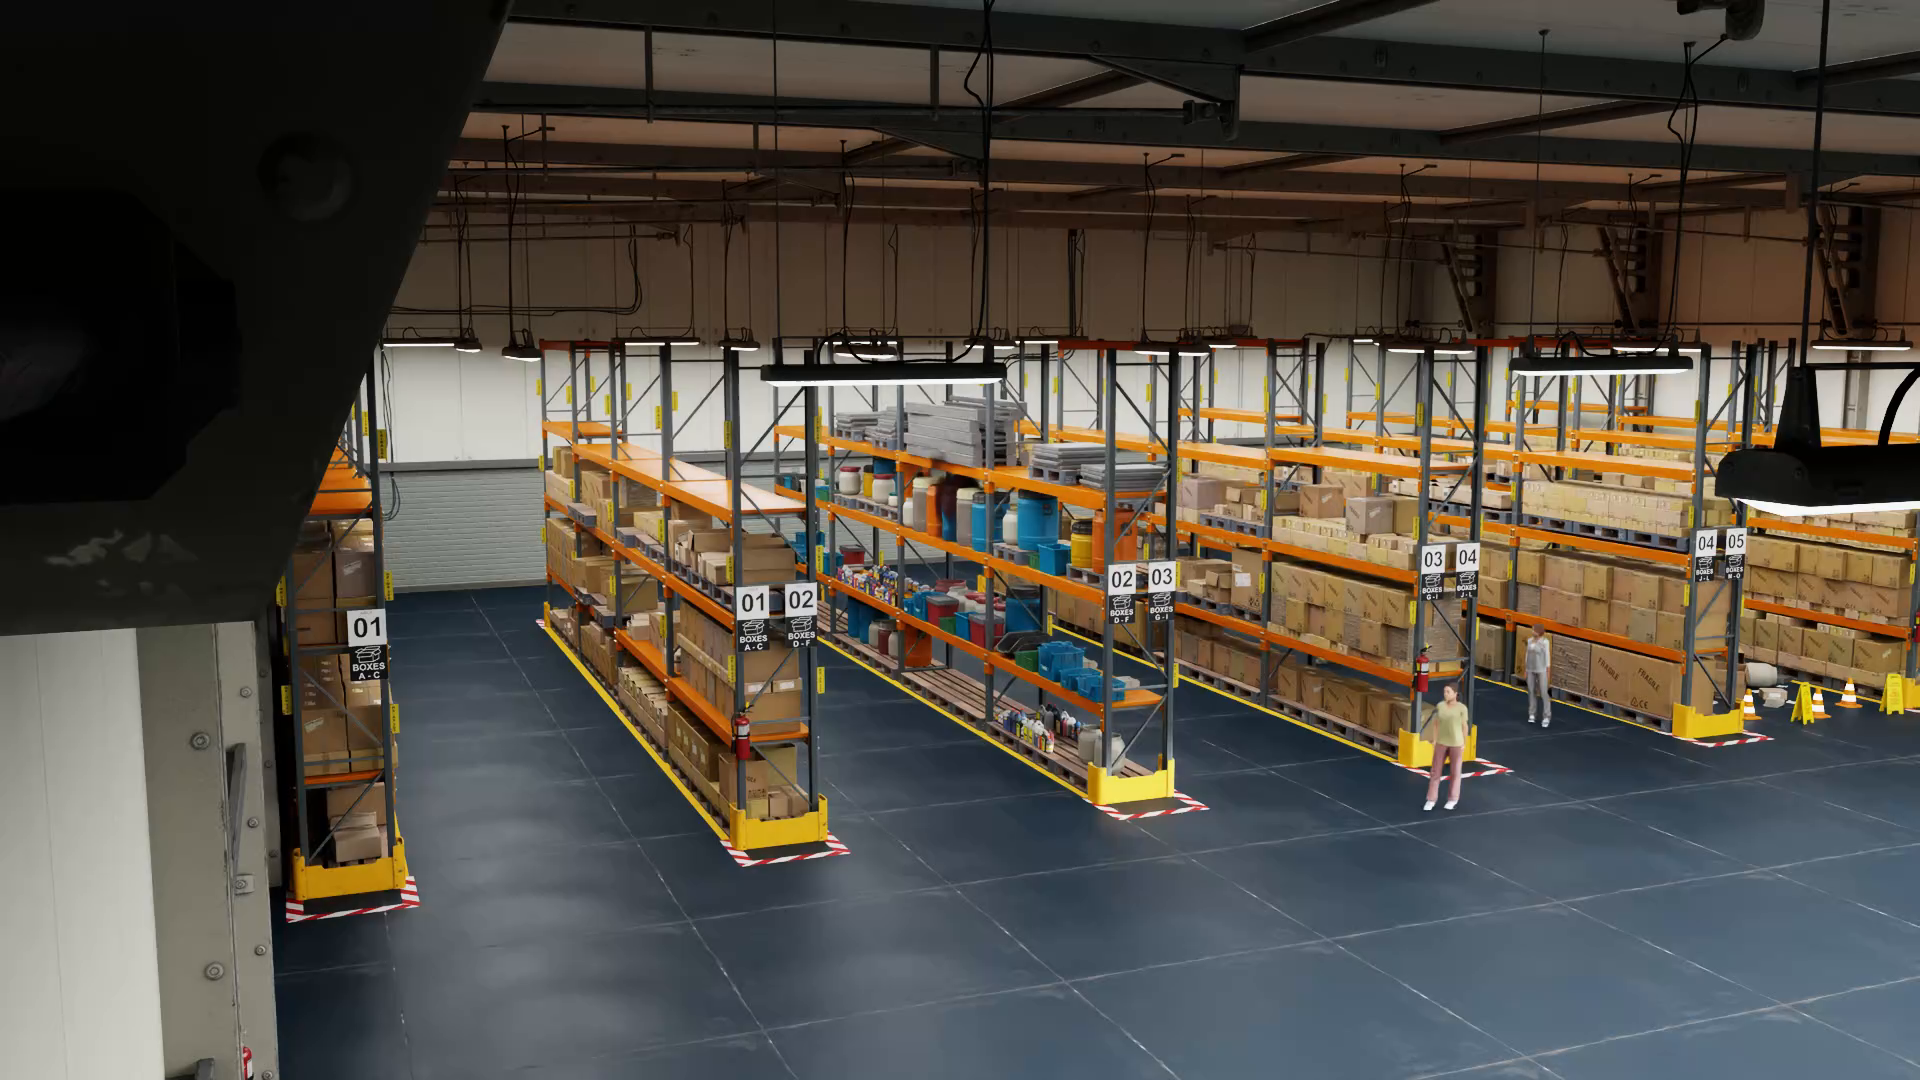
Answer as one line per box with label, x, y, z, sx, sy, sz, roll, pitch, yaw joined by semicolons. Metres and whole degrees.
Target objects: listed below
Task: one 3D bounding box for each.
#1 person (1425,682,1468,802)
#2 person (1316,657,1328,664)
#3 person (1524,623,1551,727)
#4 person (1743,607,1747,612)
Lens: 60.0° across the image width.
person;6.373;2.646;21.723;0.459;1.600;0.430;5;9;33
person;6.833;1.419;30.939;0.570;1.783;0.560;-2;8;-14
person;9.176;2.125;26.394;0.374;1.595;0.509;-7;10;-42
person;15.893;1.103;33.802;0.549;1.673;0.522;3;8;19
